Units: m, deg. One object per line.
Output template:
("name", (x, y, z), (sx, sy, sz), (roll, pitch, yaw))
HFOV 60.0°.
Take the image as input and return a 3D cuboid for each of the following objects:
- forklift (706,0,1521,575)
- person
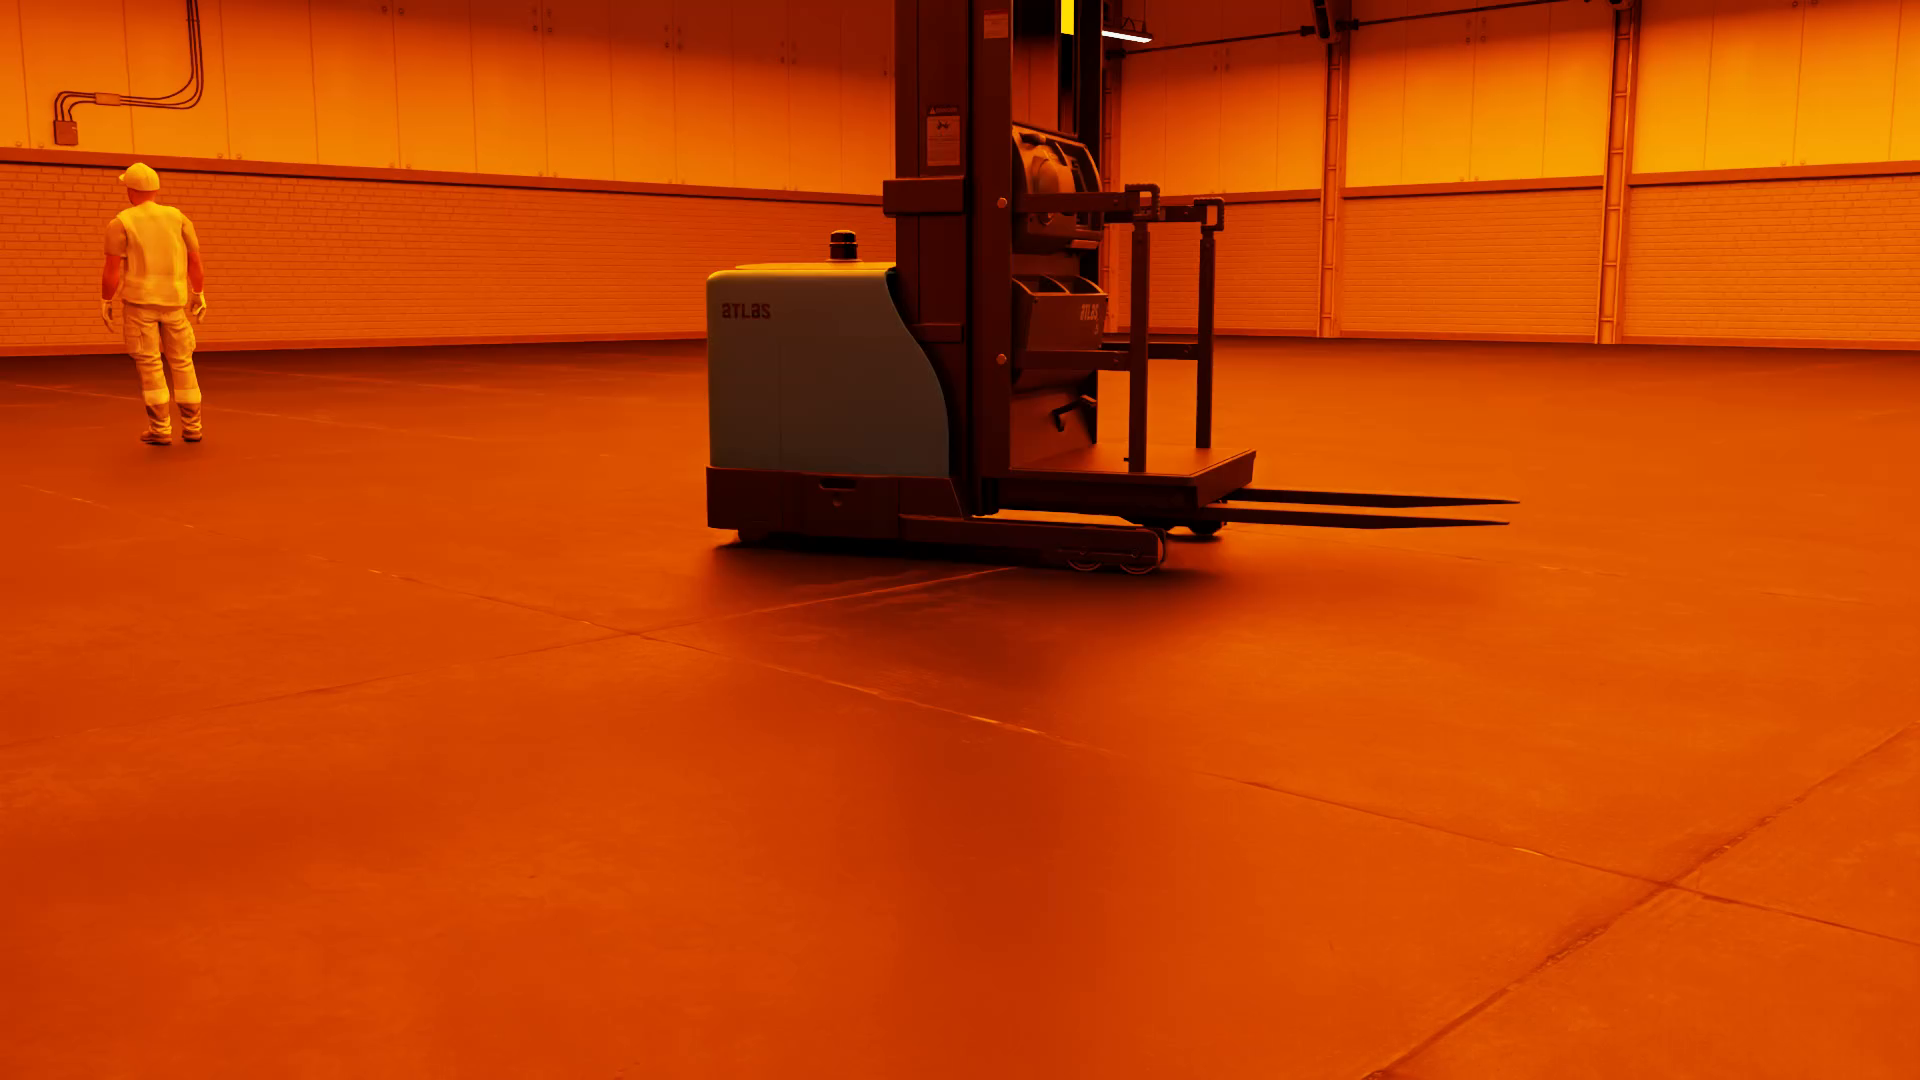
("forklift", (0.565, -1.416, 6.275), (3.031, 2.935, 1.130), (3, 9, 22))
("person", (-5.254, -1.529, 10.815), (0.637, 1.787, 0.564), (-7, 11, -41))
